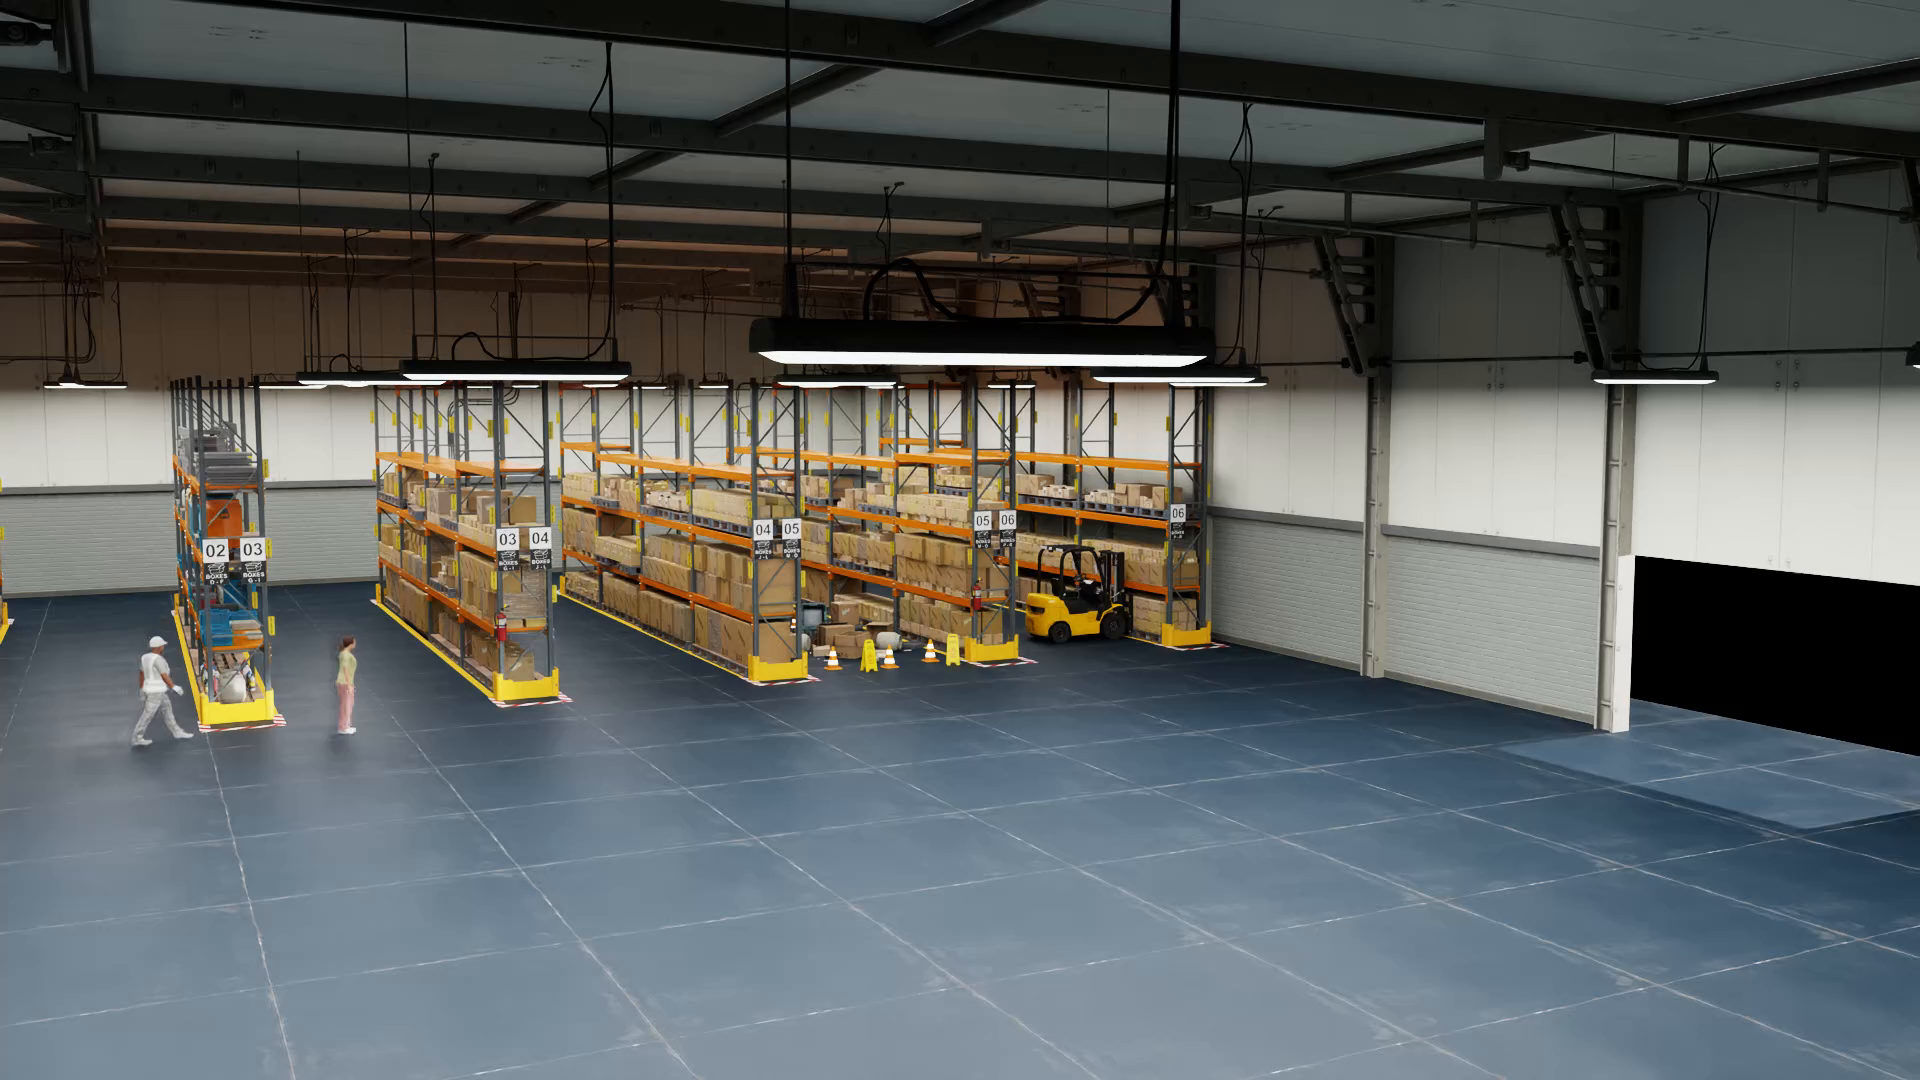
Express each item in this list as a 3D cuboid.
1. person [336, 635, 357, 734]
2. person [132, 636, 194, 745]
[{"bbox_3d":[-10.288,2.417,27.855,0.370,1.667,0.491,-1,5,-14],"label":"person"},{"bbox_3d":[-12.929,2.424,26.952,0.978,1.735,0.554,-4,7,-39],"label":"person"}]
